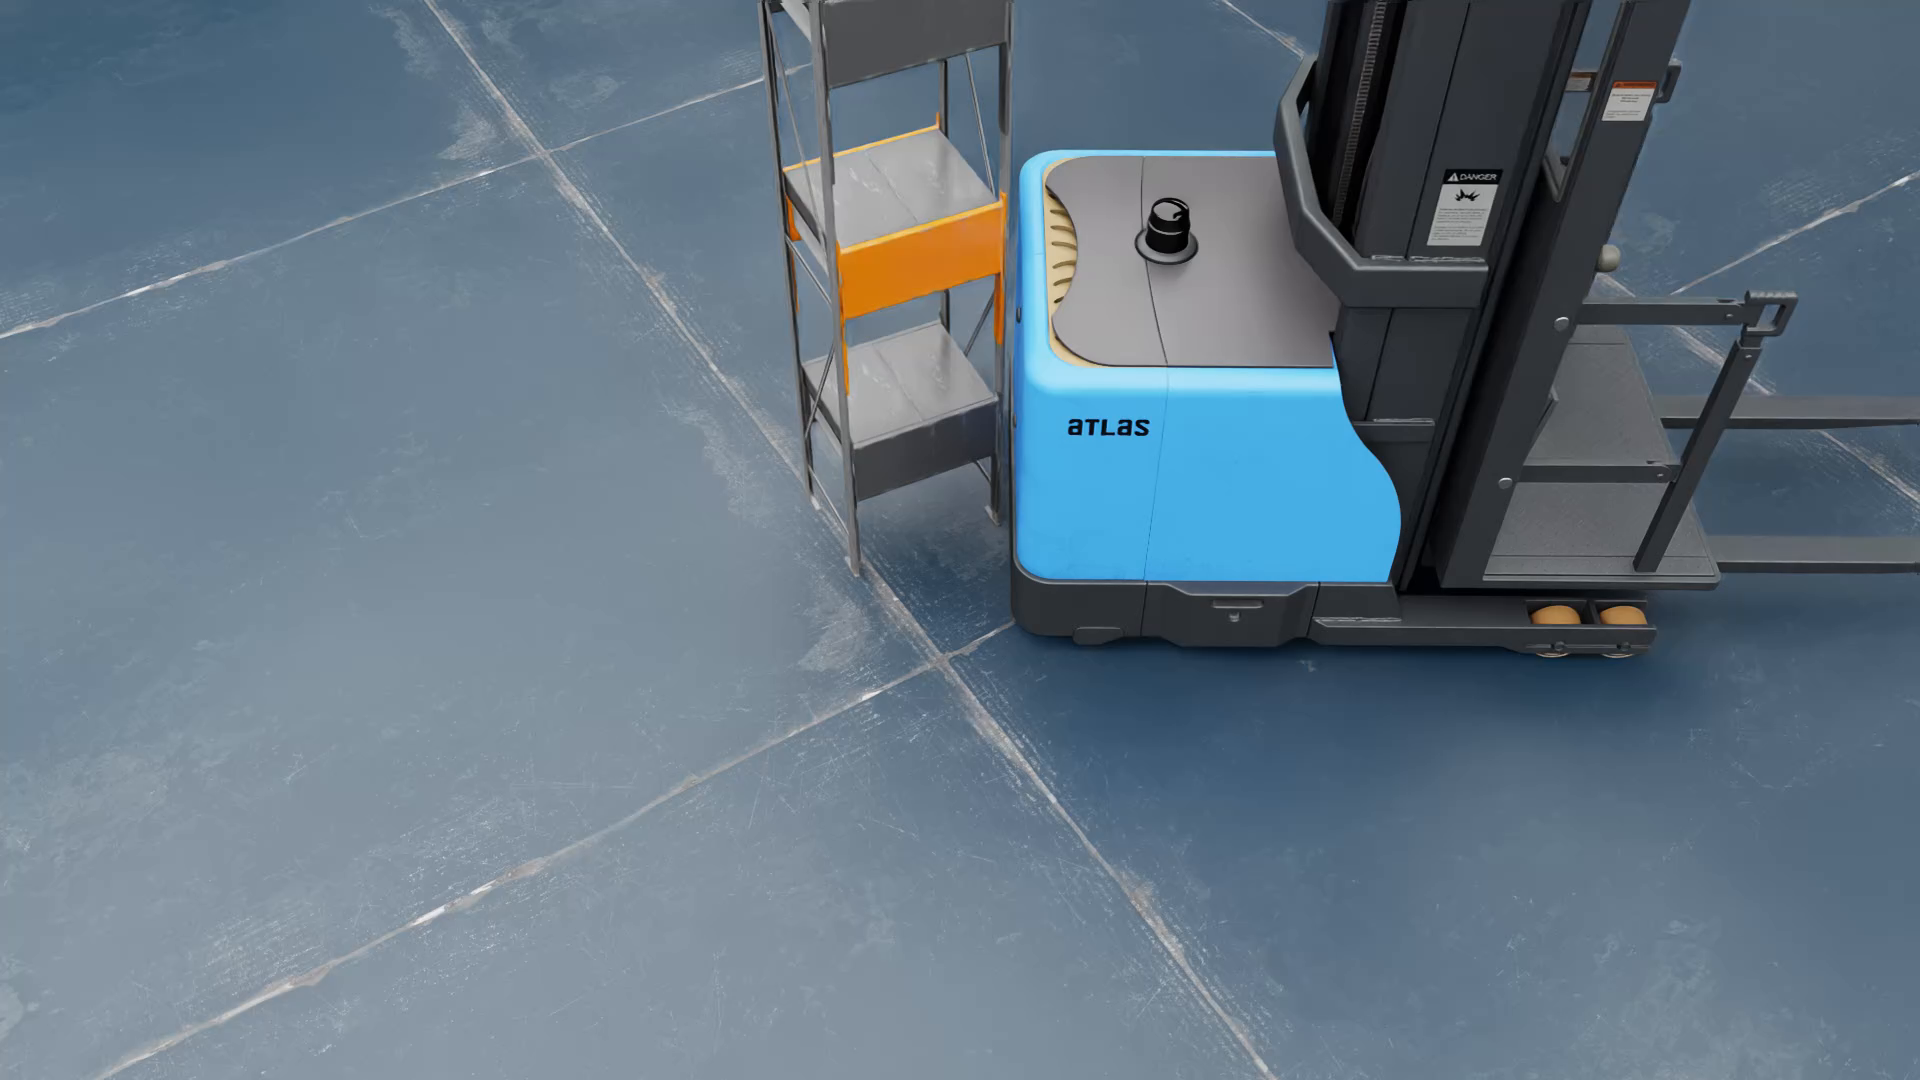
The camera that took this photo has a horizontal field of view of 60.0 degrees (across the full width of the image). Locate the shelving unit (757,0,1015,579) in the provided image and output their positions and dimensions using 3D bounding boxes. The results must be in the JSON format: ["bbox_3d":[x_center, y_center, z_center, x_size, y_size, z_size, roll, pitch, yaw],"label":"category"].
[{"bbox_3d":[-0.184,-0.795,4.552,0.503,2.100,0.431,-20,51,-17],"label":"shelving unit"}]

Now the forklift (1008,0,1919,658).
[{"bbox_3d":[1.672,-1.027,4.202,3.031,2.935,1.130,0,48,0],"label":"forklift"}]

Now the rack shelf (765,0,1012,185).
[{"bbox_3d":[-0.184,-1.251,4.039,0.480,0.518,0.431,-20,51,-17],"label":"rack shelf"}]

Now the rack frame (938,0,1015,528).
[{"bbox_3d":[0.035,-0.874,4.623,0.015,2.100,0.400,-20,51,-17],"label":"rack frame"}]

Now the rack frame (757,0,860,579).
[{"bbox_3d":[-0.404,-0.715,4.481,0.015,2.100,0.400,-20,51,-17],"label":"rack frame"}]

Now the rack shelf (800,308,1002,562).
[{"bbox_3d":[-0.184,-0.320,5.085,0.480,0.518,0.431,-20,51,-17],"label":"rack shelf"}]

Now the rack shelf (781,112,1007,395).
[{"bbox_3d":[-0.184,-0.786,4.562,0.480,0.518,0.431,-20,51,-17],"label":"rack shelf"}]
